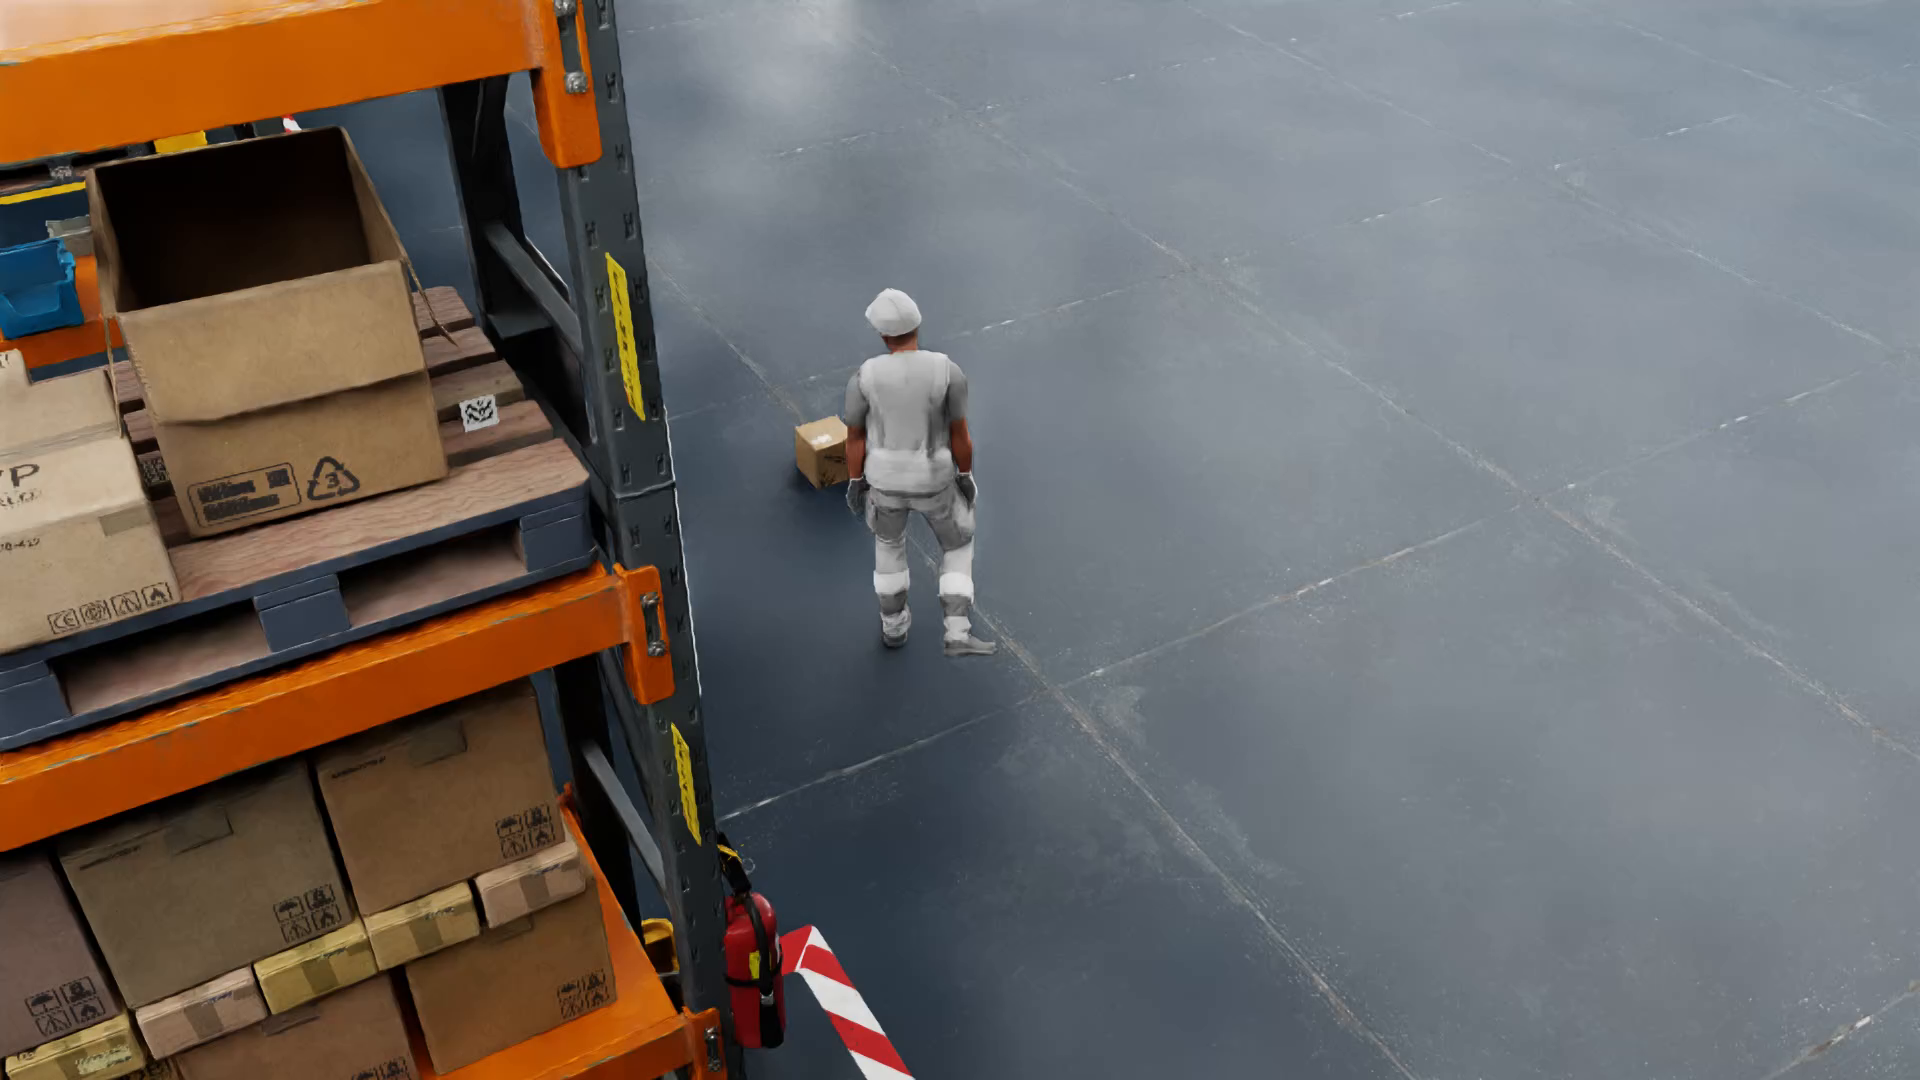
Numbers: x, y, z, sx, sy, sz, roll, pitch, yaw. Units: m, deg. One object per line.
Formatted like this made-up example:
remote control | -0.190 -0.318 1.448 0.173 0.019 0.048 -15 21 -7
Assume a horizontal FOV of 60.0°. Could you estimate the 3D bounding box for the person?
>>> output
person | -0.166 -0.214 7.220 0.692 1.741 0.649 3 37 4
